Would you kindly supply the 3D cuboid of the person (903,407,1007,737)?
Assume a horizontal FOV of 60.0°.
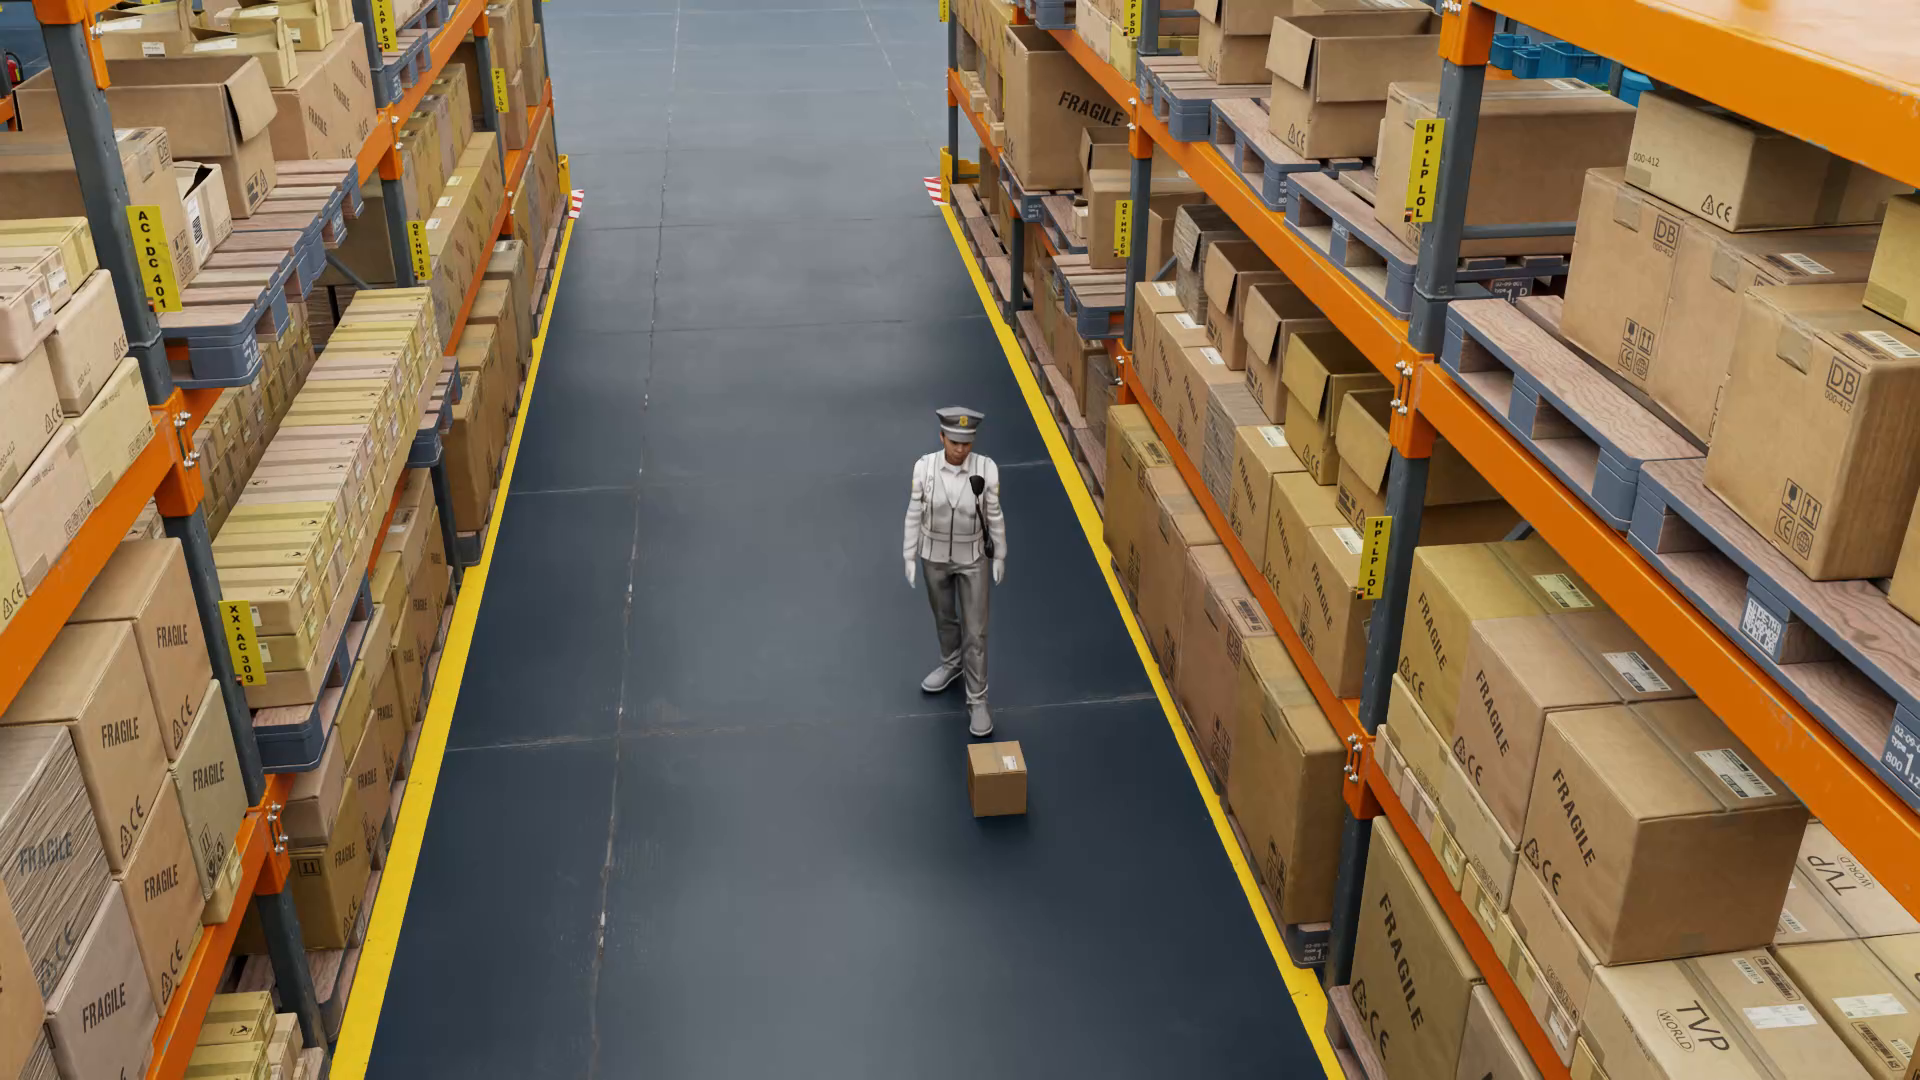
[{"bbox_3d":[-0.037,0.119,8.356,0.520,1.663,0.642,4,28,7],"label":"person"}]
